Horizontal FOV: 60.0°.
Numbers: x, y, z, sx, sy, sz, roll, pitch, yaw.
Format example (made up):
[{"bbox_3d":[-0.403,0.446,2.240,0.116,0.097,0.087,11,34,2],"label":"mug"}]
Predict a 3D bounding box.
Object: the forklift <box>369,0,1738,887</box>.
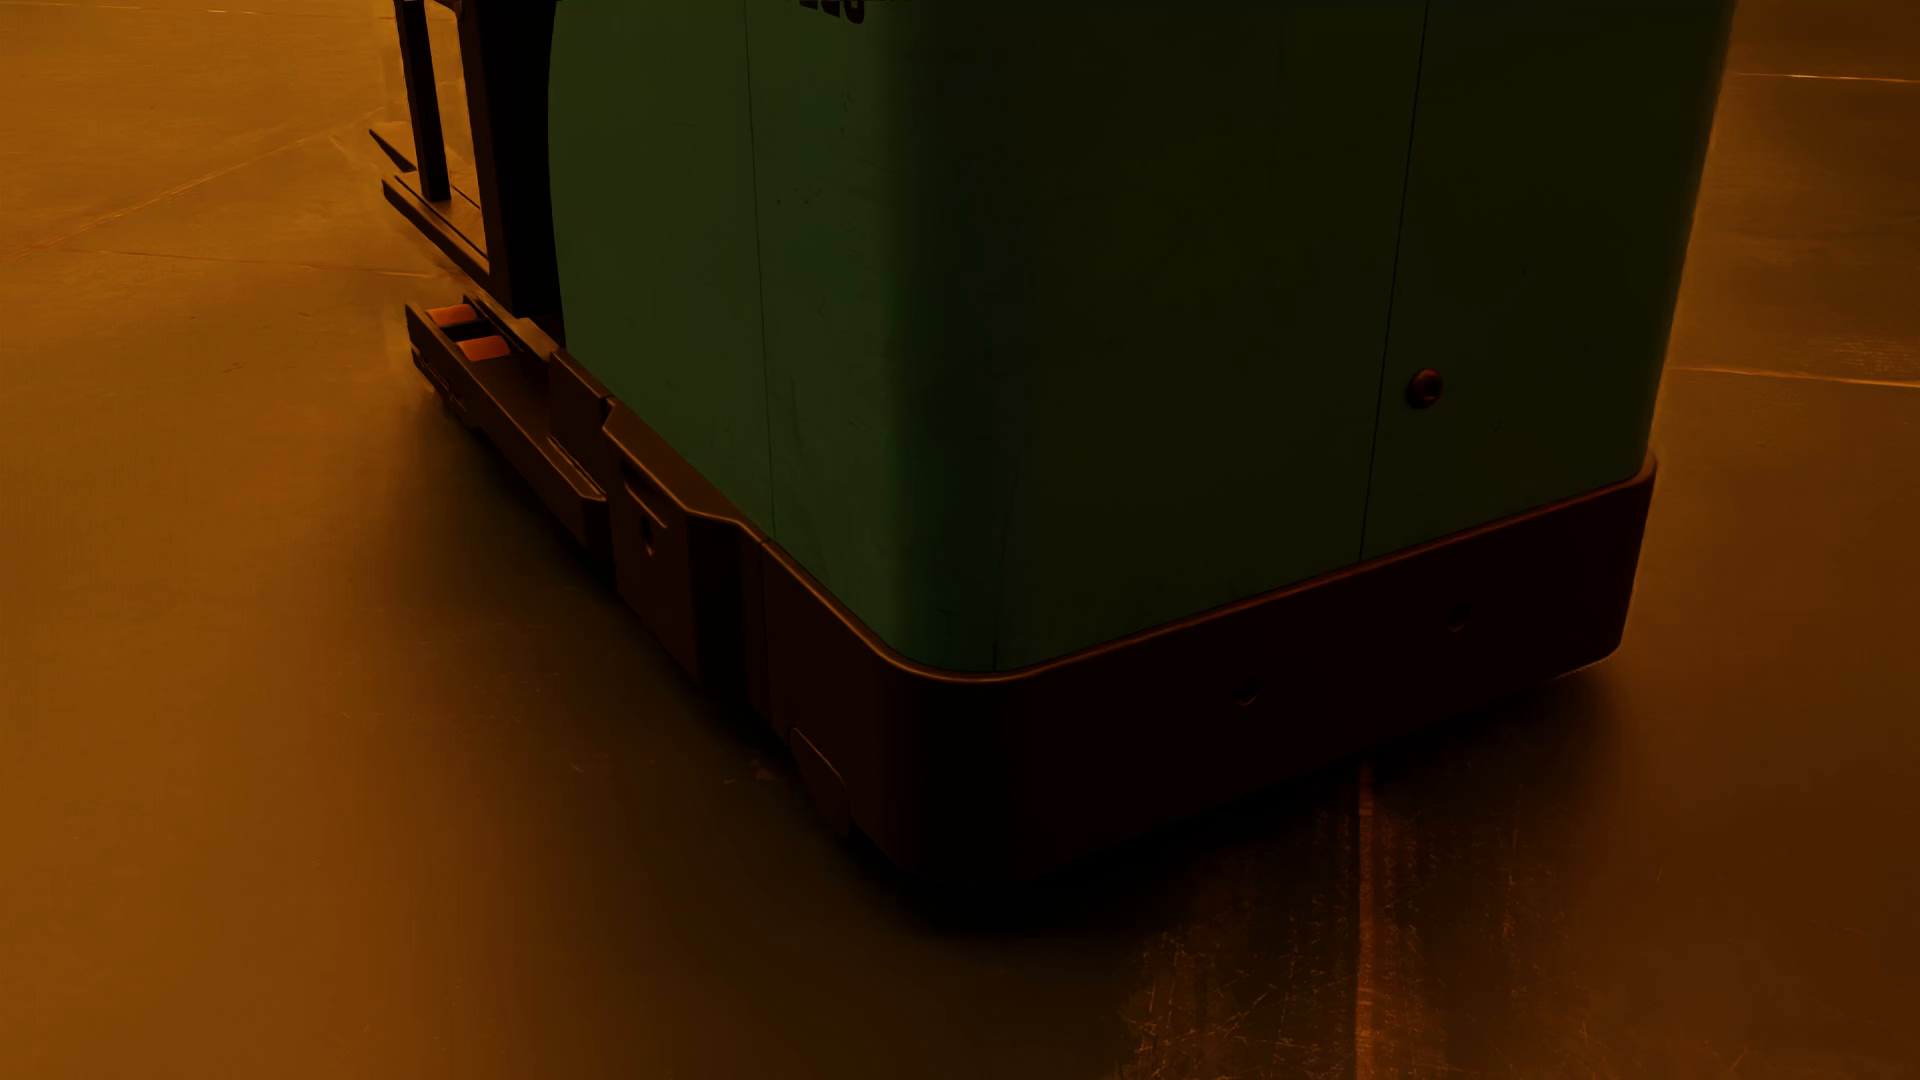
[{"bbox_3d":[-0.342,-1.588,2.393,1.130,2.935,3.031,-15,30,-27],"label":"forklift"}]
